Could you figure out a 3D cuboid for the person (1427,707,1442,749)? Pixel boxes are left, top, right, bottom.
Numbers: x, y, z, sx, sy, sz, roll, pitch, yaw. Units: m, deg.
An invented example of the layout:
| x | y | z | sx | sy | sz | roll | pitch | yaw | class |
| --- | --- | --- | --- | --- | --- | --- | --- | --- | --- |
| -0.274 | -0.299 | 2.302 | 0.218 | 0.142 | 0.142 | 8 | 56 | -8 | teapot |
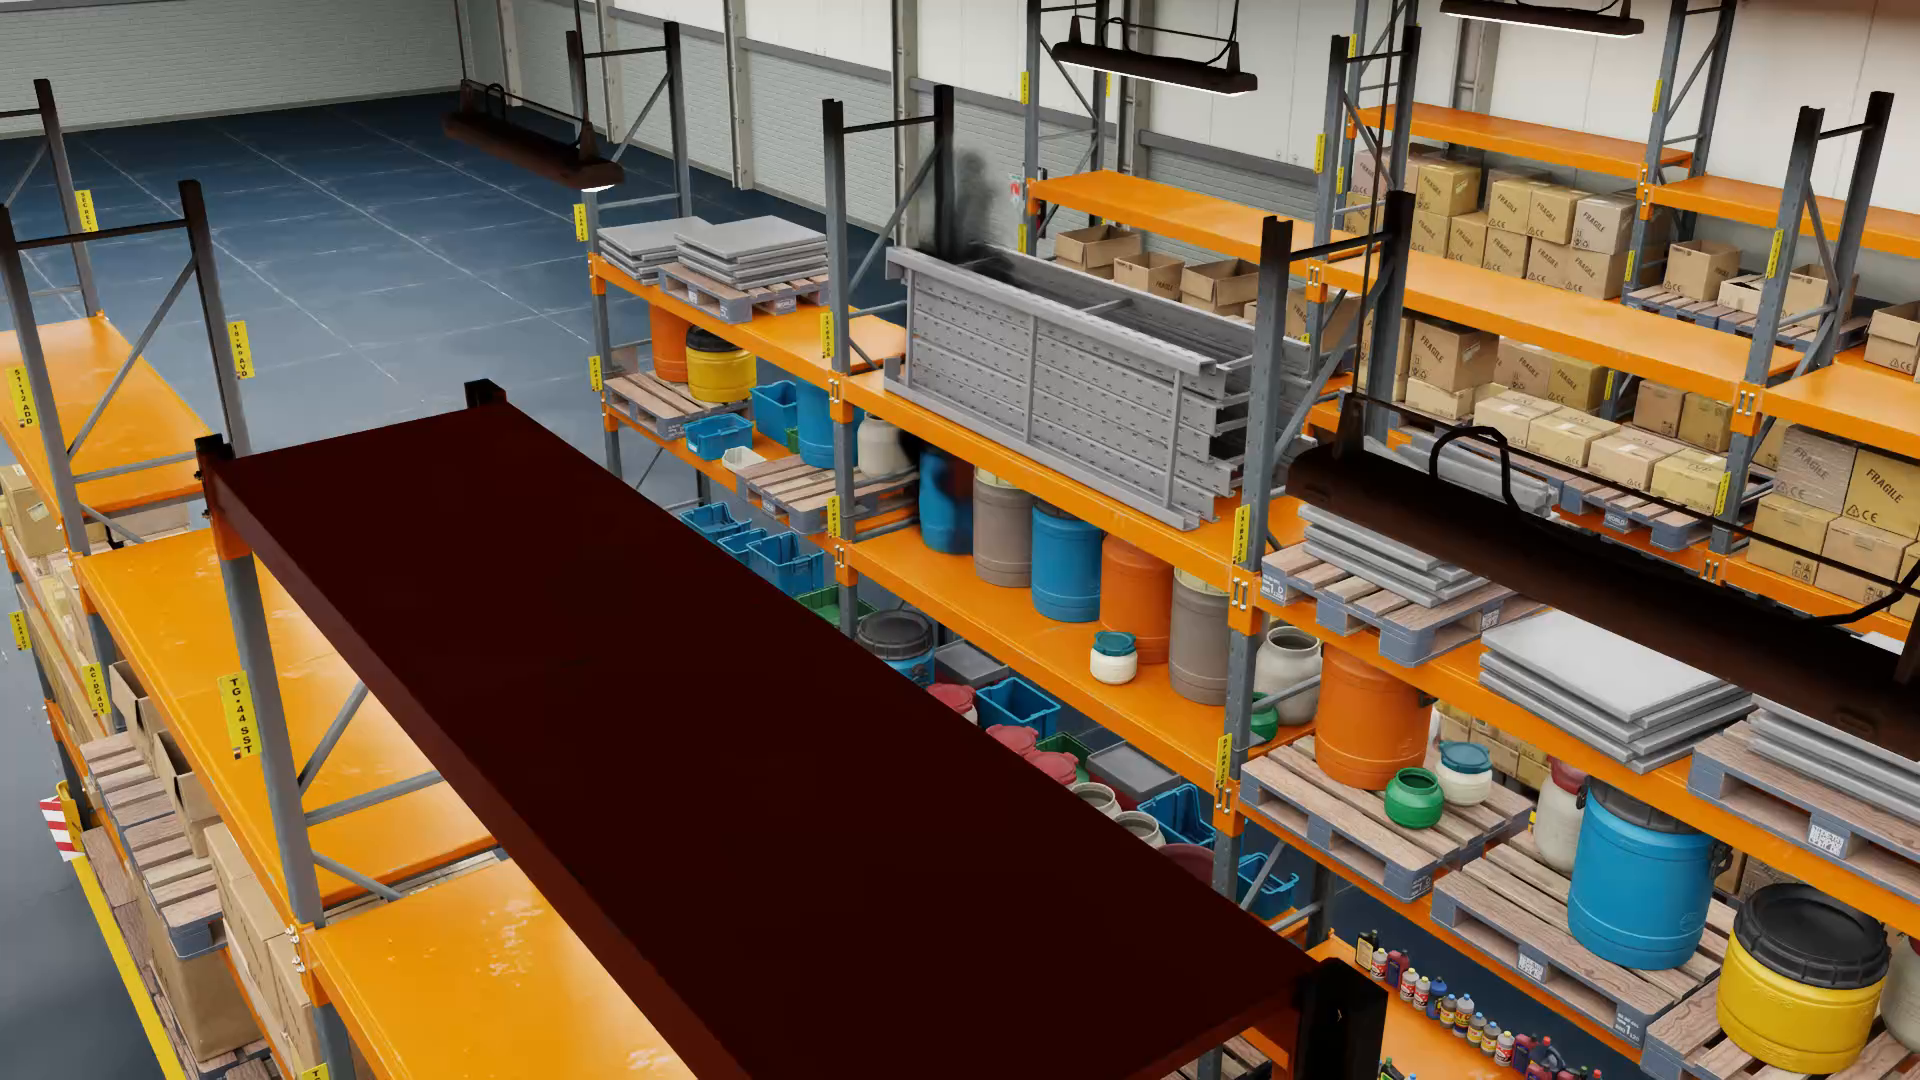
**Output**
| x | y | z | sx | sy | sz | roll | pitch | yaw | class |
| --- | --- | --- | --- | --- | --- | --- | --- | --- | --- |
| 3.404 | 1.828 | 12.477 | 0.880 | 1.744 | 0.662 | 20 | 32 | 37 | person |
